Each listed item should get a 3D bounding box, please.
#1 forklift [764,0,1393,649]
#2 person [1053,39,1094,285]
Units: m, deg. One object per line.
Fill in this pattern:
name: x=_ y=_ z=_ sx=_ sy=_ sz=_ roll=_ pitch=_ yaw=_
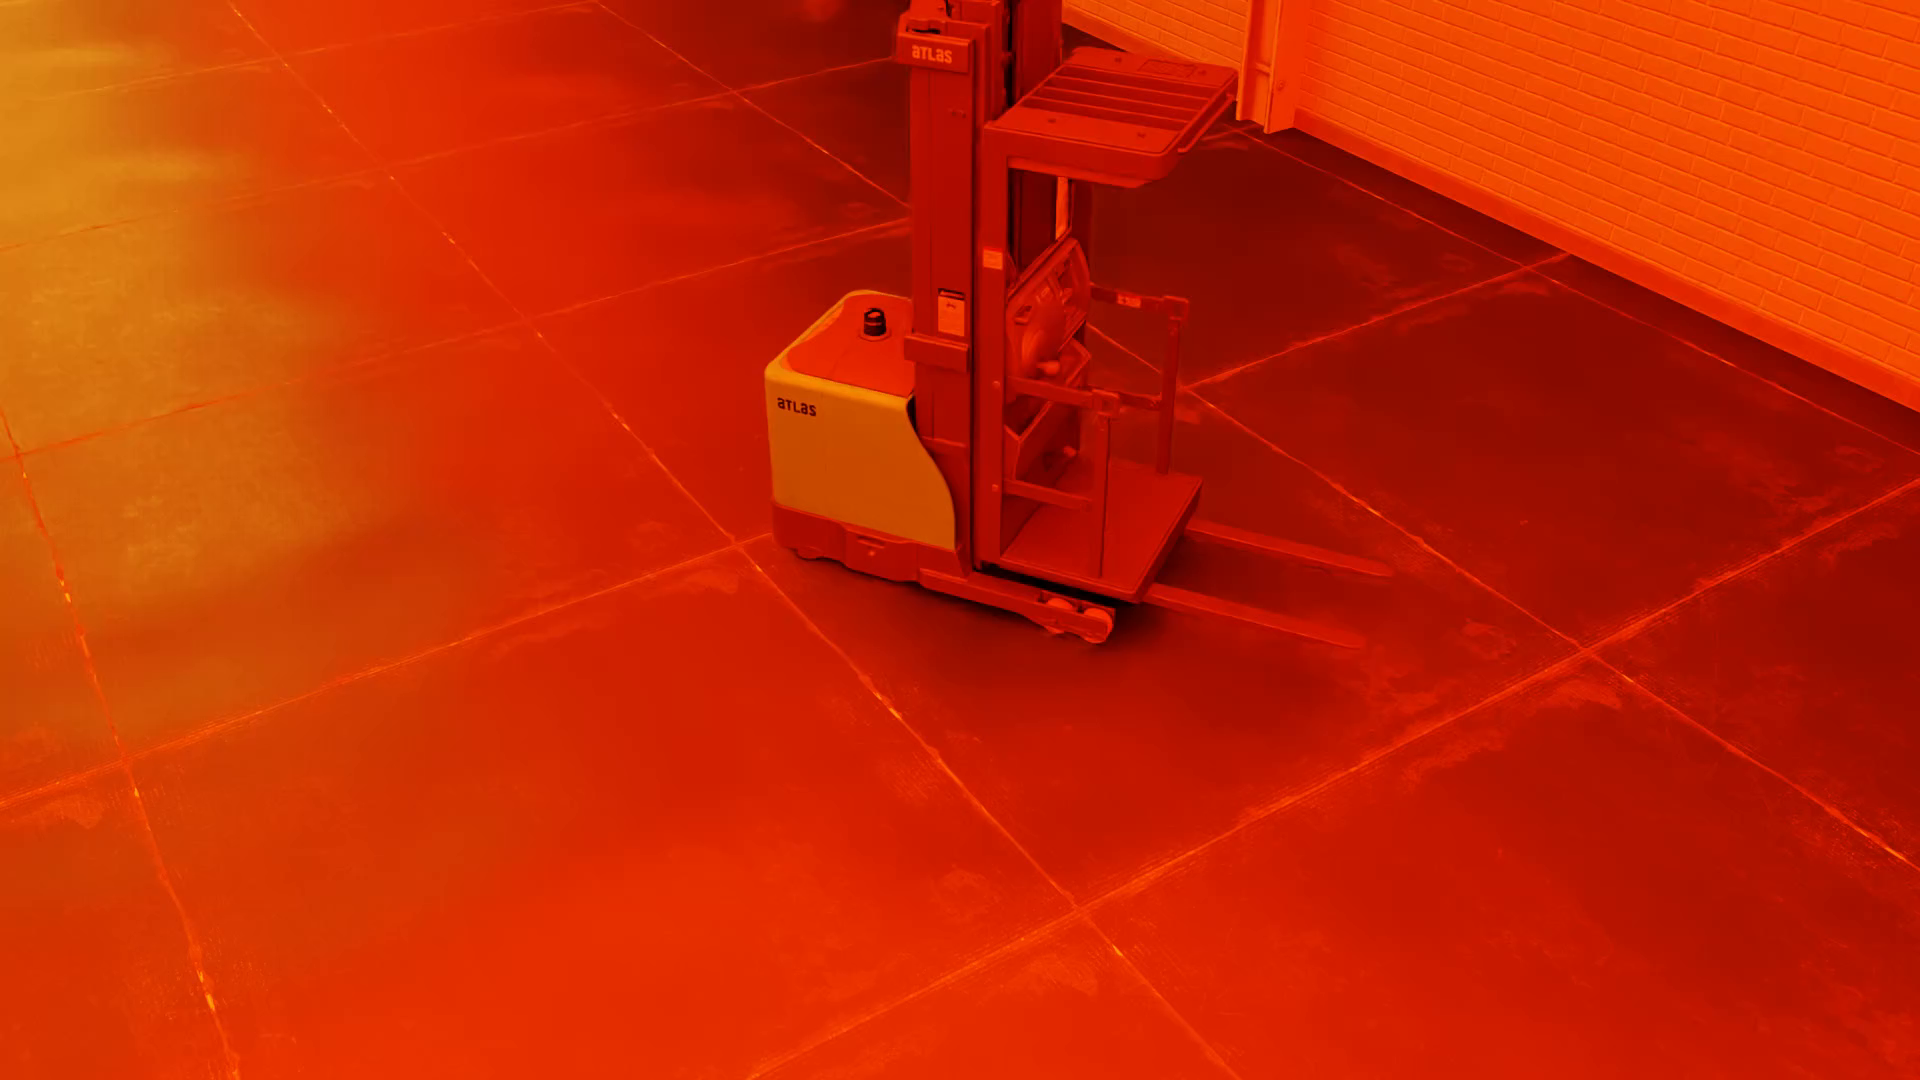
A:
forklift: x=0.595 y=-1.053 z=7.646 sx=3.031 sy=2.935 sz=1.130 roll=14 pitch=38 yaw=20
person: x=0.636 y=-2.480 z=10.743 sx=0.530 sy=1.696 sz=0.583 roll=0 pitch=35 yaw=1
